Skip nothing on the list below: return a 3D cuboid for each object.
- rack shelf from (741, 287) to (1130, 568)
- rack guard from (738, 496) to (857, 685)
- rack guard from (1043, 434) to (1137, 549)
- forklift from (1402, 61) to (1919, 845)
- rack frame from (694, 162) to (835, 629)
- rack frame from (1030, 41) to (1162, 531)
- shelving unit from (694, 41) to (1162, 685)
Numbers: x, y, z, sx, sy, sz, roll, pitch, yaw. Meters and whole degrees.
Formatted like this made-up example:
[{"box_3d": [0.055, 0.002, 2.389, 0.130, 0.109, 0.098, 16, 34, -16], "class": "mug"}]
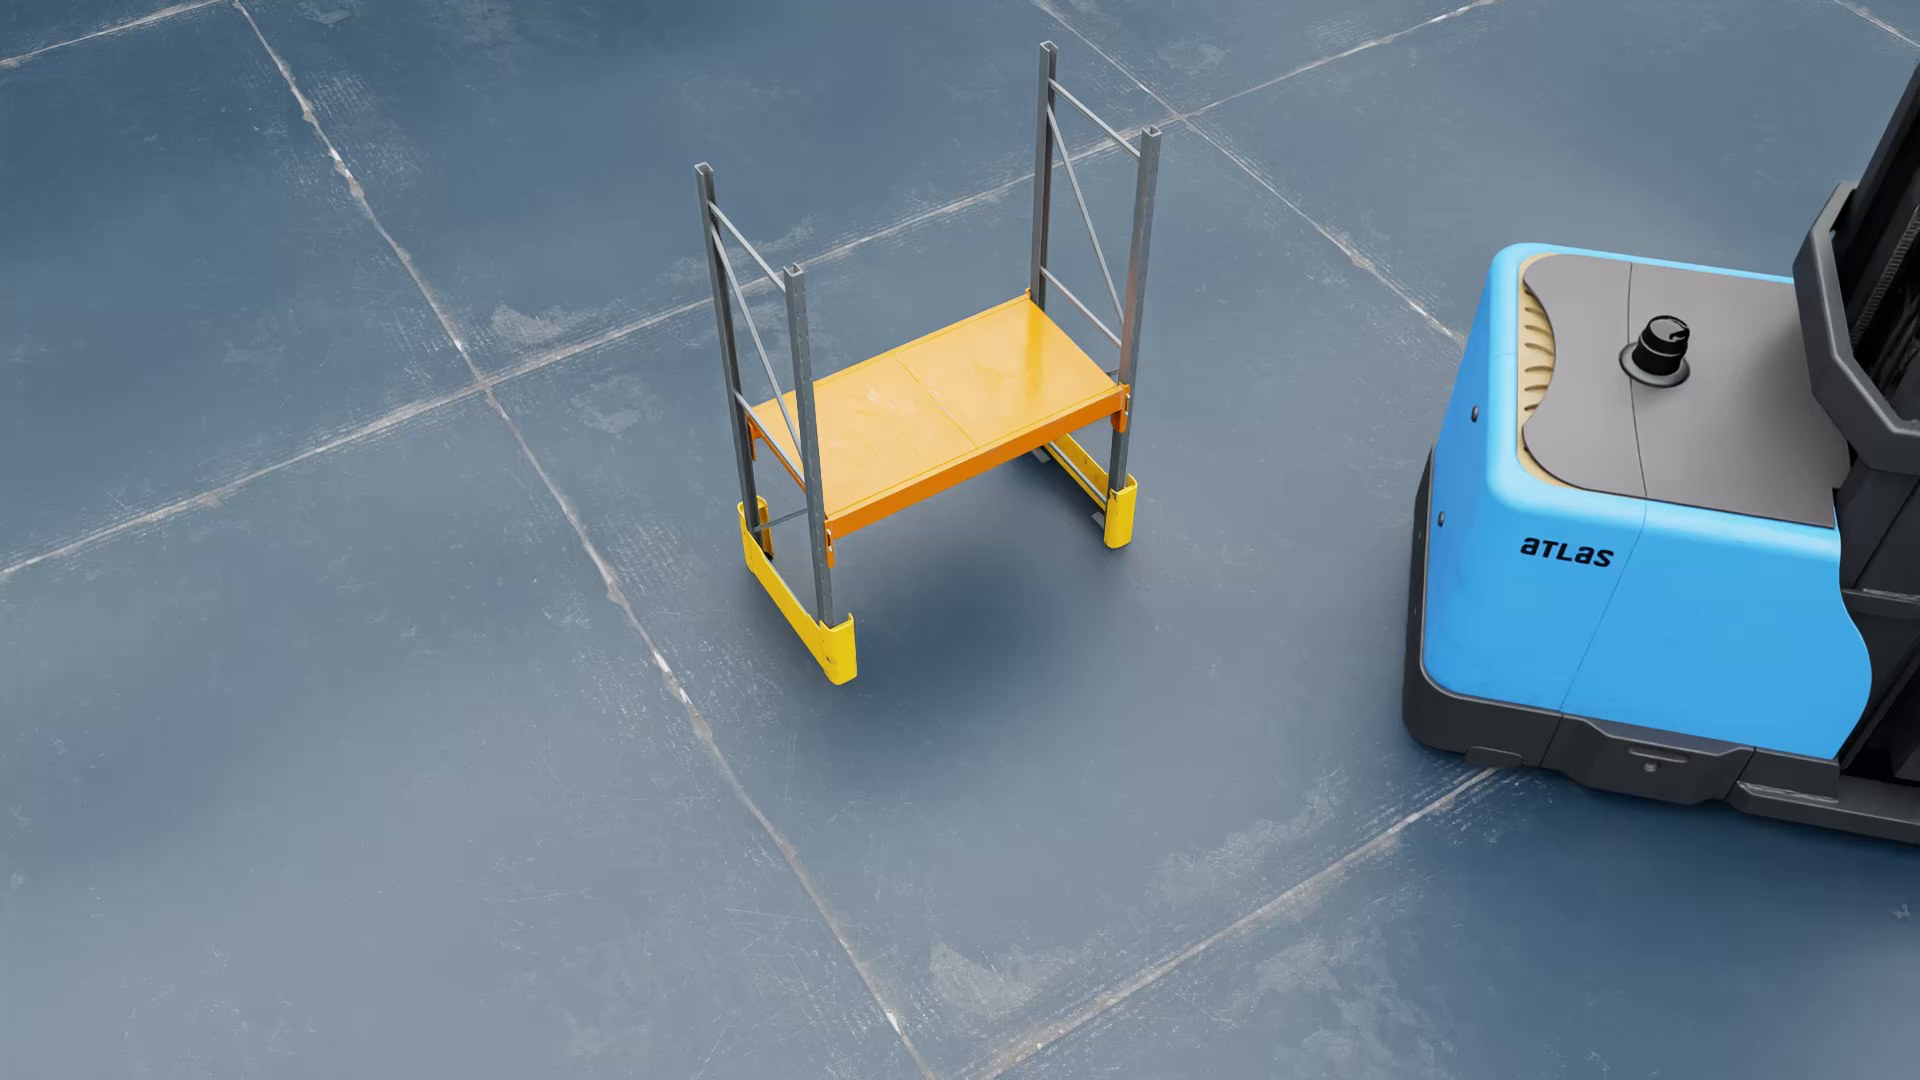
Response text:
[{"box_3d": [-0.072, -0.345, 4.794, 1.000, 0.185, 0.538, -25, 53, -21], "class": "rack shelf"}, {"box_3d": [-0.486, 0.146, 4.953, 0.087, 0.250, 0.587, -25, 53, -21], "class": "rack guard"}, {"box_3d": [0.357, -0.251, 5.306, 0.087, 0.250, 0.587, -25, 53, -21], "class": "rack guard"}, {"box_3d": [2.824, -0.492, 3.726, 3.031, 2.935, 1.130, 10, 49, 9], "class": "forklift"}, {"box_3d": [-0.502, -0.262, 4.479, 0.032, 1.500, 0.500, -25, 53, -21], "class": "rack frame"}, {"box_3d": [0.358, -0.667, 4.840, 0.032, 1.500, 0.500, -25, 53, -21], "class": "rack frame"}, {"box_3d": [-0.064, -0.468, 4.663, 1.083, 1.500, 0.587, -25, 53, -21], "class": "shelving unit"}]
